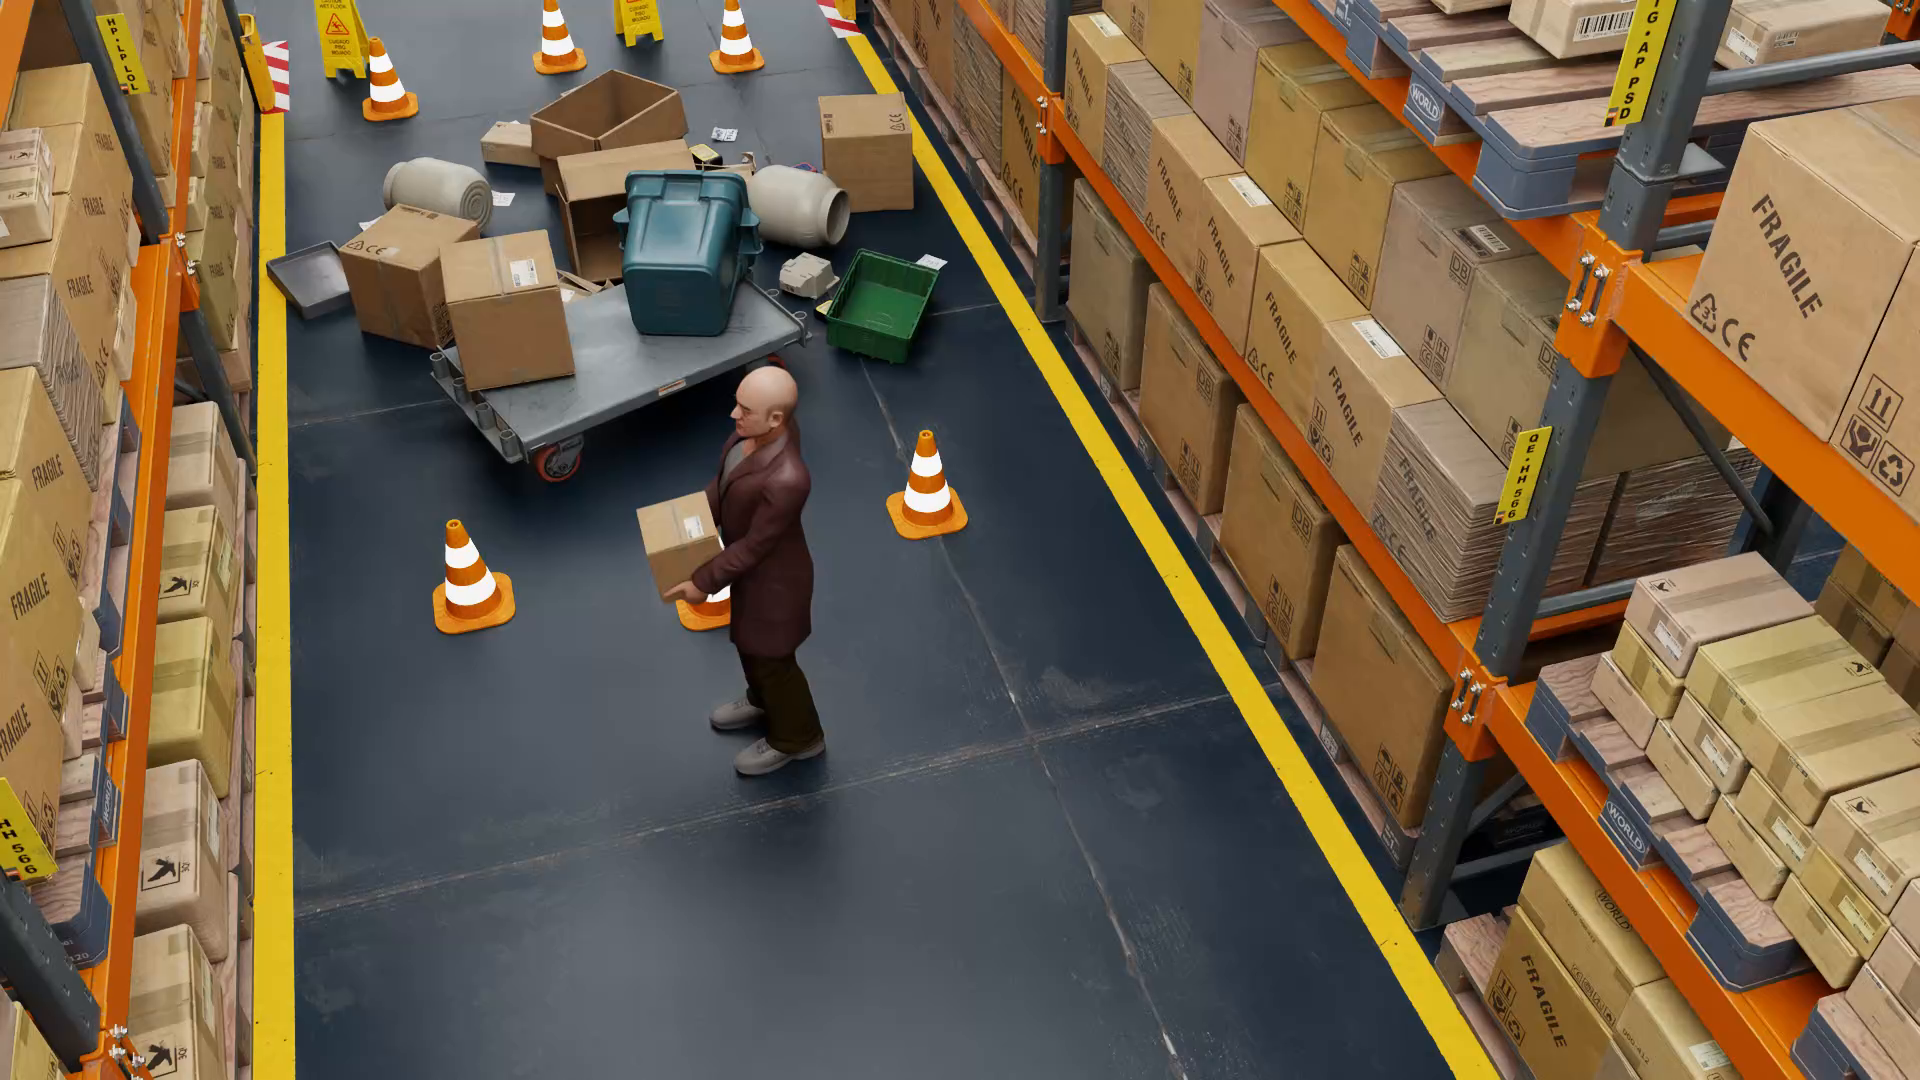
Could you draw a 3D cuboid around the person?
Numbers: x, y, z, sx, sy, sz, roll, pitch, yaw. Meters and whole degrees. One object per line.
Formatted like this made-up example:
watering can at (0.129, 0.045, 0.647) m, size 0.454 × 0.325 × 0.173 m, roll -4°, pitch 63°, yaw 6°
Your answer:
person at (-0.802, 0.131, 6.028) m, size 0.558 × 1.773 × 0.528 m, roll -11°, pitch 43°, yaw -12°
